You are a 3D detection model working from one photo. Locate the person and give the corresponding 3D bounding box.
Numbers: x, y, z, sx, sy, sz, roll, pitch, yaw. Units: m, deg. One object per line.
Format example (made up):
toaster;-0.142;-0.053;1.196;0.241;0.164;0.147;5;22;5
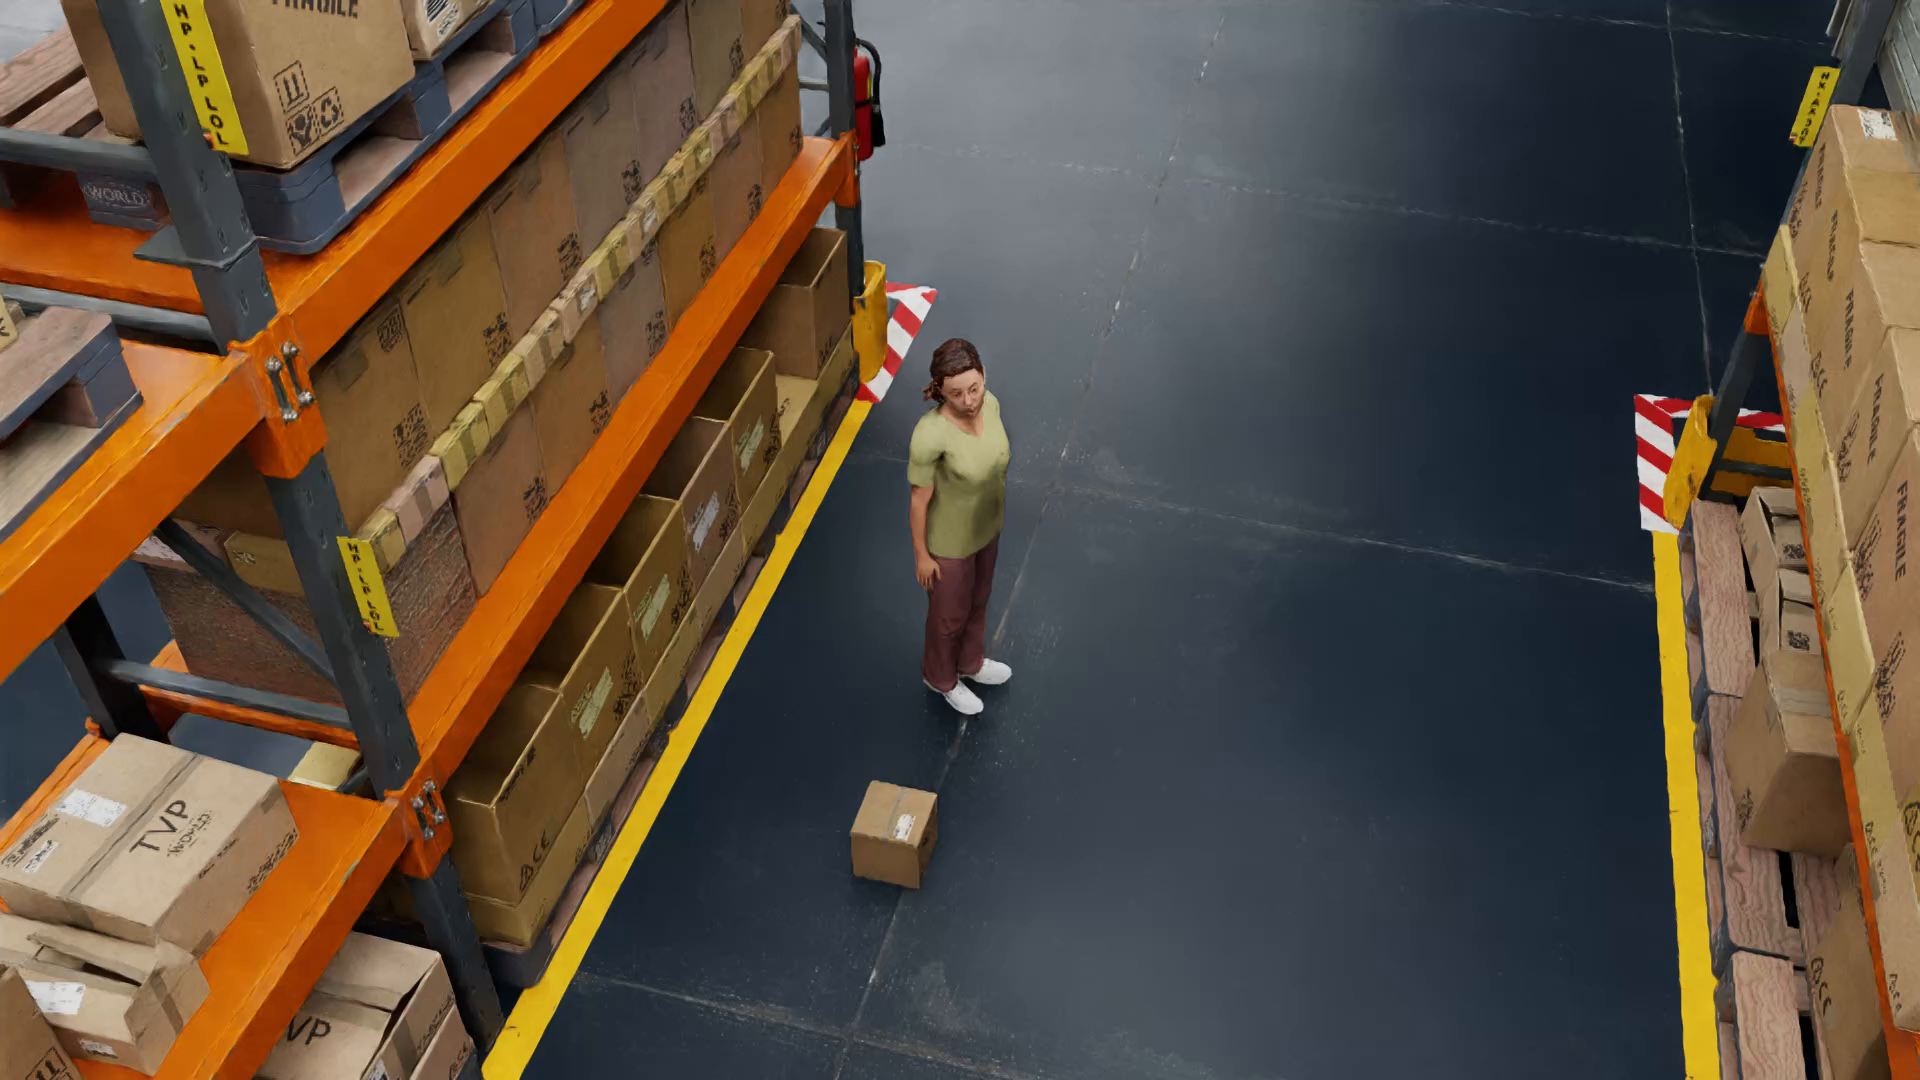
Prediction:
person;0.004;-0.032;6.172;0.329;1.672;0.492;27;48;28
